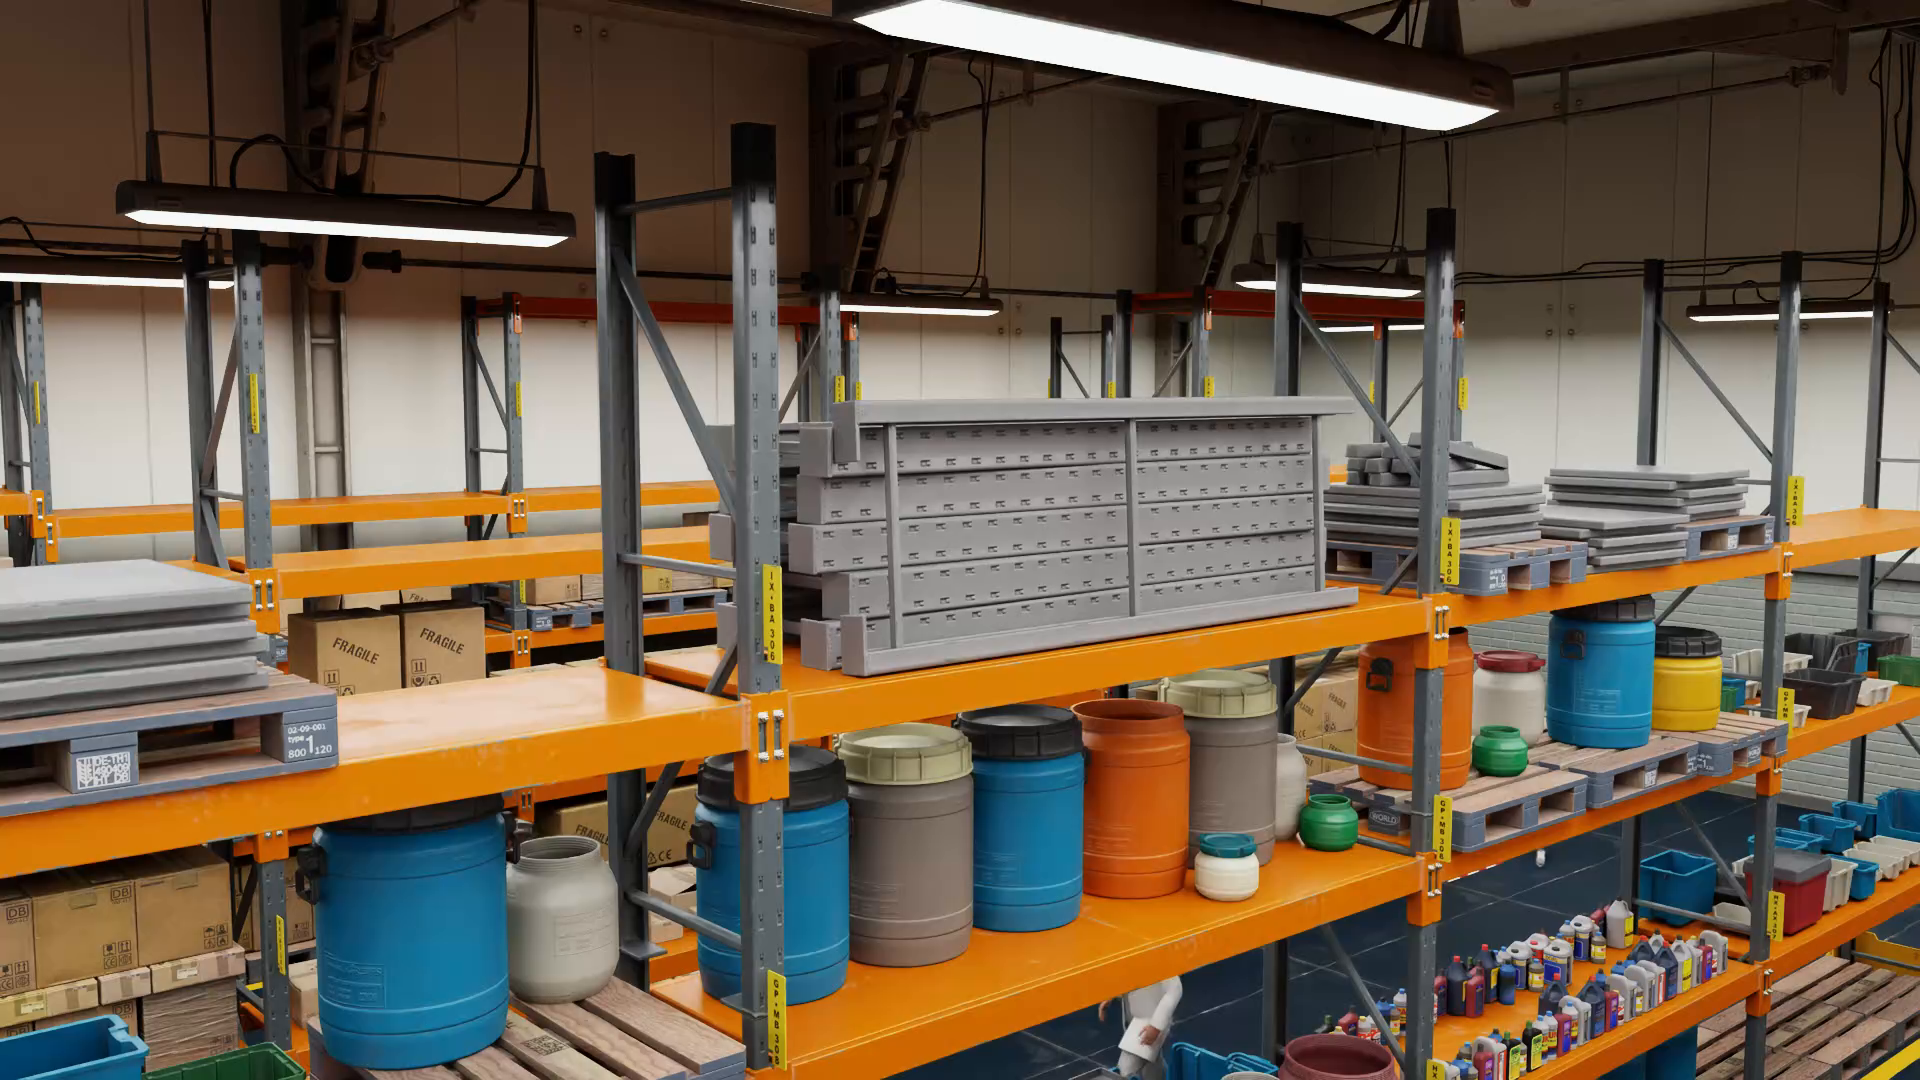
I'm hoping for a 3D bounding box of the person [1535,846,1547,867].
[{"bbox_3d":[6.282,2.656,18.067,0.537,1.597,0.822,2,6,17],"label":"person"}]

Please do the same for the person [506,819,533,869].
[{"bbox_3d":[-3.531,3.100,13.840,0.620,1.645,0.803,1,5,6],"label":"person"}]

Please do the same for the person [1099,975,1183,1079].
[{"bbox_3d":[1.305,3.257,11.314,0.676,1.712,0.708,-2,6,-21],"label":"person"}]
